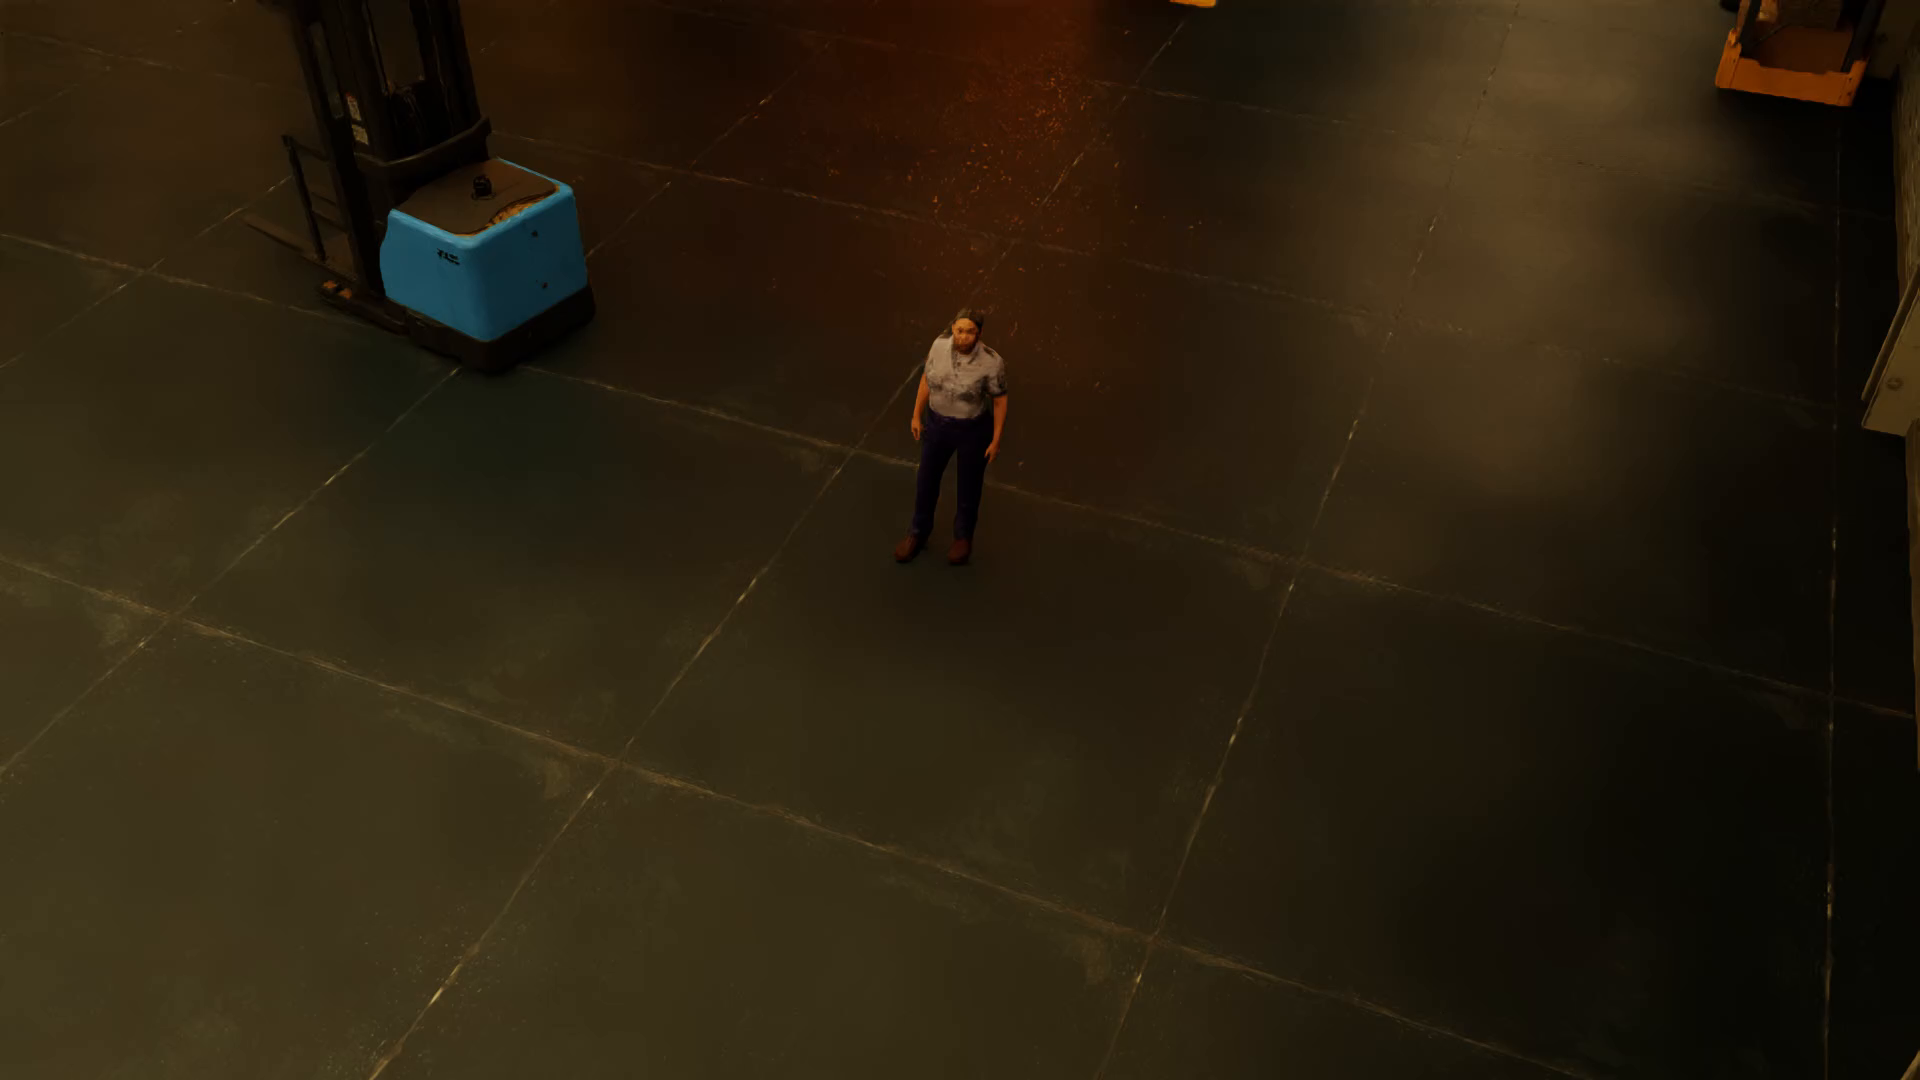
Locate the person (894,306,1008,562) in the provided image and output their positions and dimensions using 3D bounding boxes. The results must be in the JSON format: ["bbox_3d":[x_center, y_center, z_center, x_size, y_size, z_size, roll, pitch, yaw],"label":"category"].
[{"bbox_3d":[-0.055,-0.590,9.699,0.599,1.650,0.502,15,42,17],"label":"person"}]

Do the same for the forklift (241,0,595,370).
[{"bbox_3d":[-4.168,-3.063,11.665,3.031,2.935,1.130,25,46,27],"label":"forklift"}]
